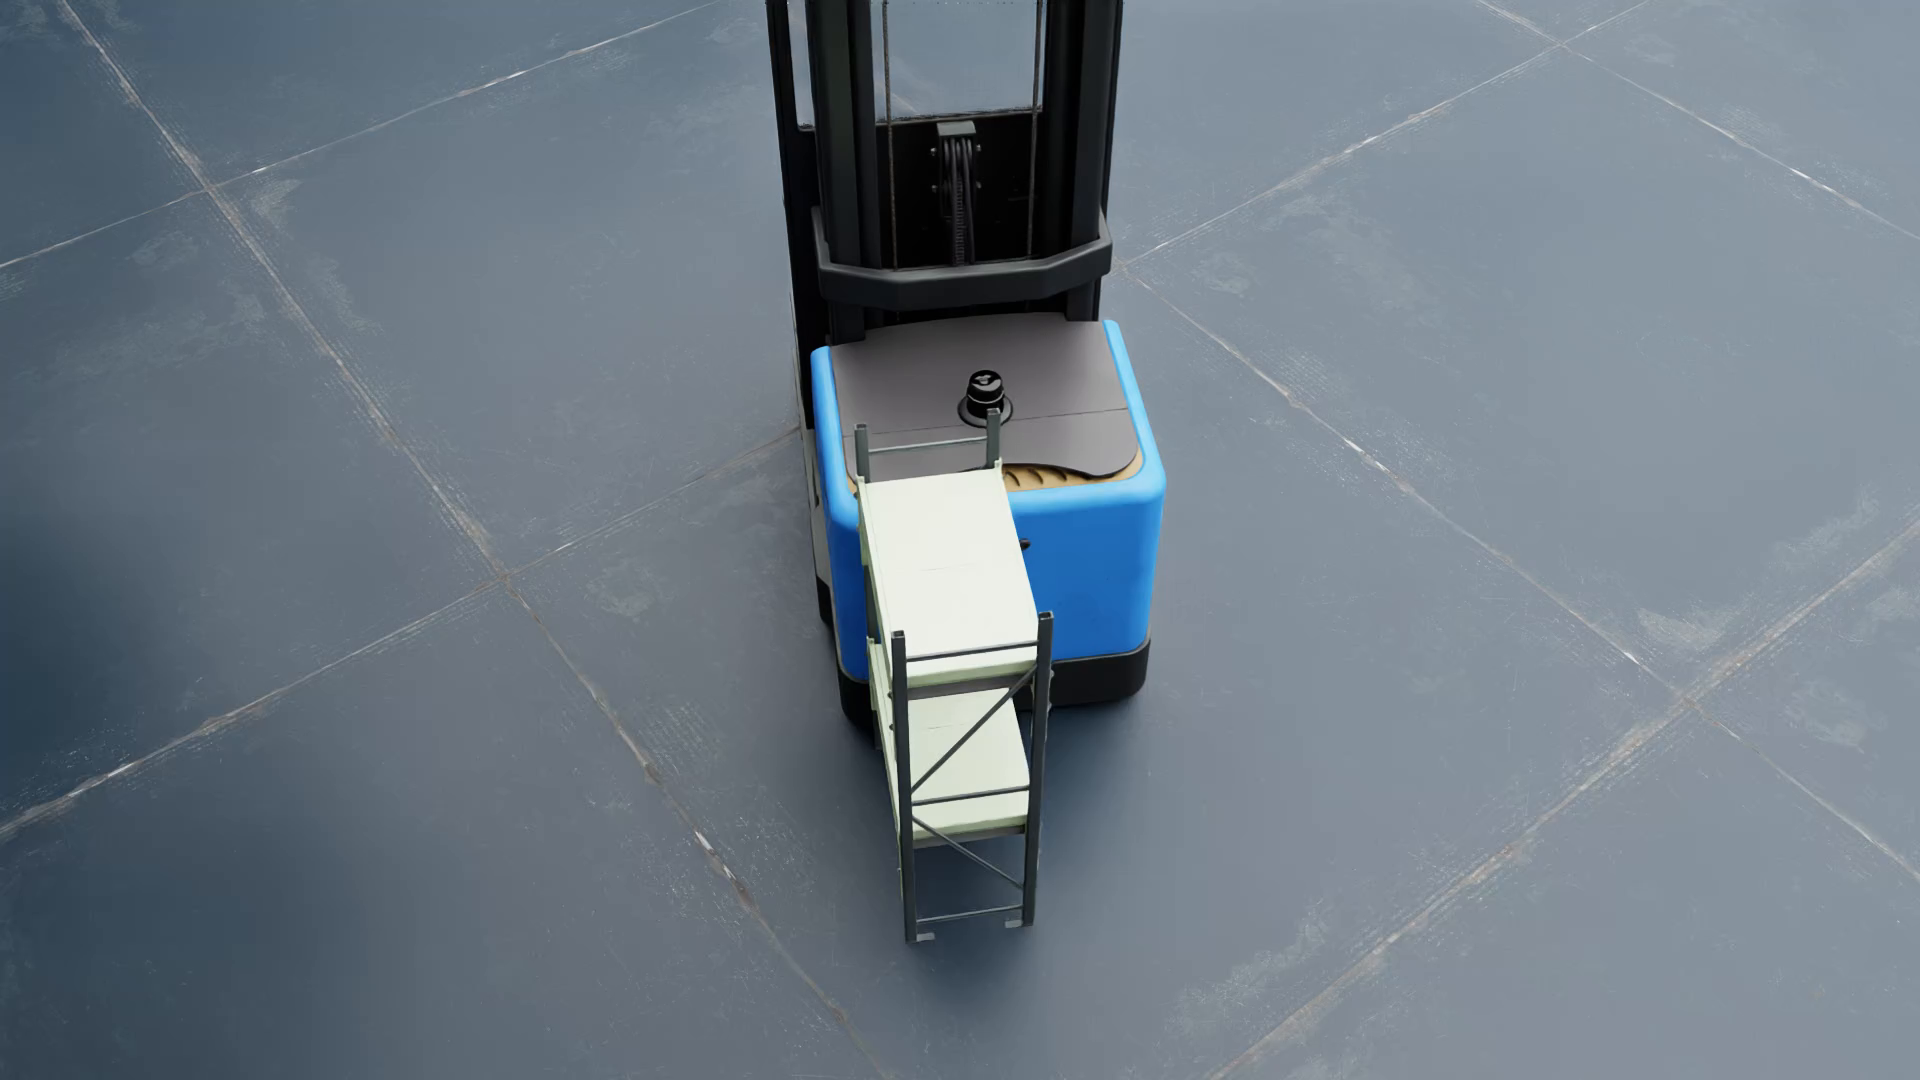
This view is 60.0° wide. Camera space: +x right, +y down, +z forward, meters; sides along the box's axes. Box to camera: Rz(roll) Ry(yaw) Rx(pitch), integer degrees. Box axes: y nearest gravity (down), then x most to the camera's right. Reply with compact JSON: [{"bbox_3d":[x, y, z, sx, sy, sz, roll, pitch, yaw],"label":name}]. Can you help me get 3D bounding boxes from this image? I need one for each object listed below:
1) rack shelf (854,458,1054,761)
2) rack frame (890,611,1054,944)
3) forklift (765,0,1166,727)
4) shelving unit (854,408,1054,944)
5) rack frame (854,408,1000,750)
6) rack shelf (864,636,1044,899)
[{"bbox_3d":[-0.029,0.179,4.548,0.431,0.370,0.720,-7,48,-6],"label":"rack shelf"},{"bbox_3d":[0.030,0.709,4.595,0.400,1.500,0.023,-7,48,-6],"label":"rack frame"},{"bbox_3d":[-0.080,-1.462,5.597,1.130,2.935,3.031,-6,48,-5],"label":"forklift"},{"bbox_3d":[-0.029,0.441,4.838,0.431,1.500,0.755,-7,48,-6],"label":"shelving unit"},{"bbox_3d":[-0.089,0.174,5.080,0.400,1.500,0.023,-7,48,-6],"label":"rack frame"},{"bbox_3d":[-0.029,0.660,5.079,0.431,0.370,0.720,-7,48,-6],"label":"rack shelf"}]
